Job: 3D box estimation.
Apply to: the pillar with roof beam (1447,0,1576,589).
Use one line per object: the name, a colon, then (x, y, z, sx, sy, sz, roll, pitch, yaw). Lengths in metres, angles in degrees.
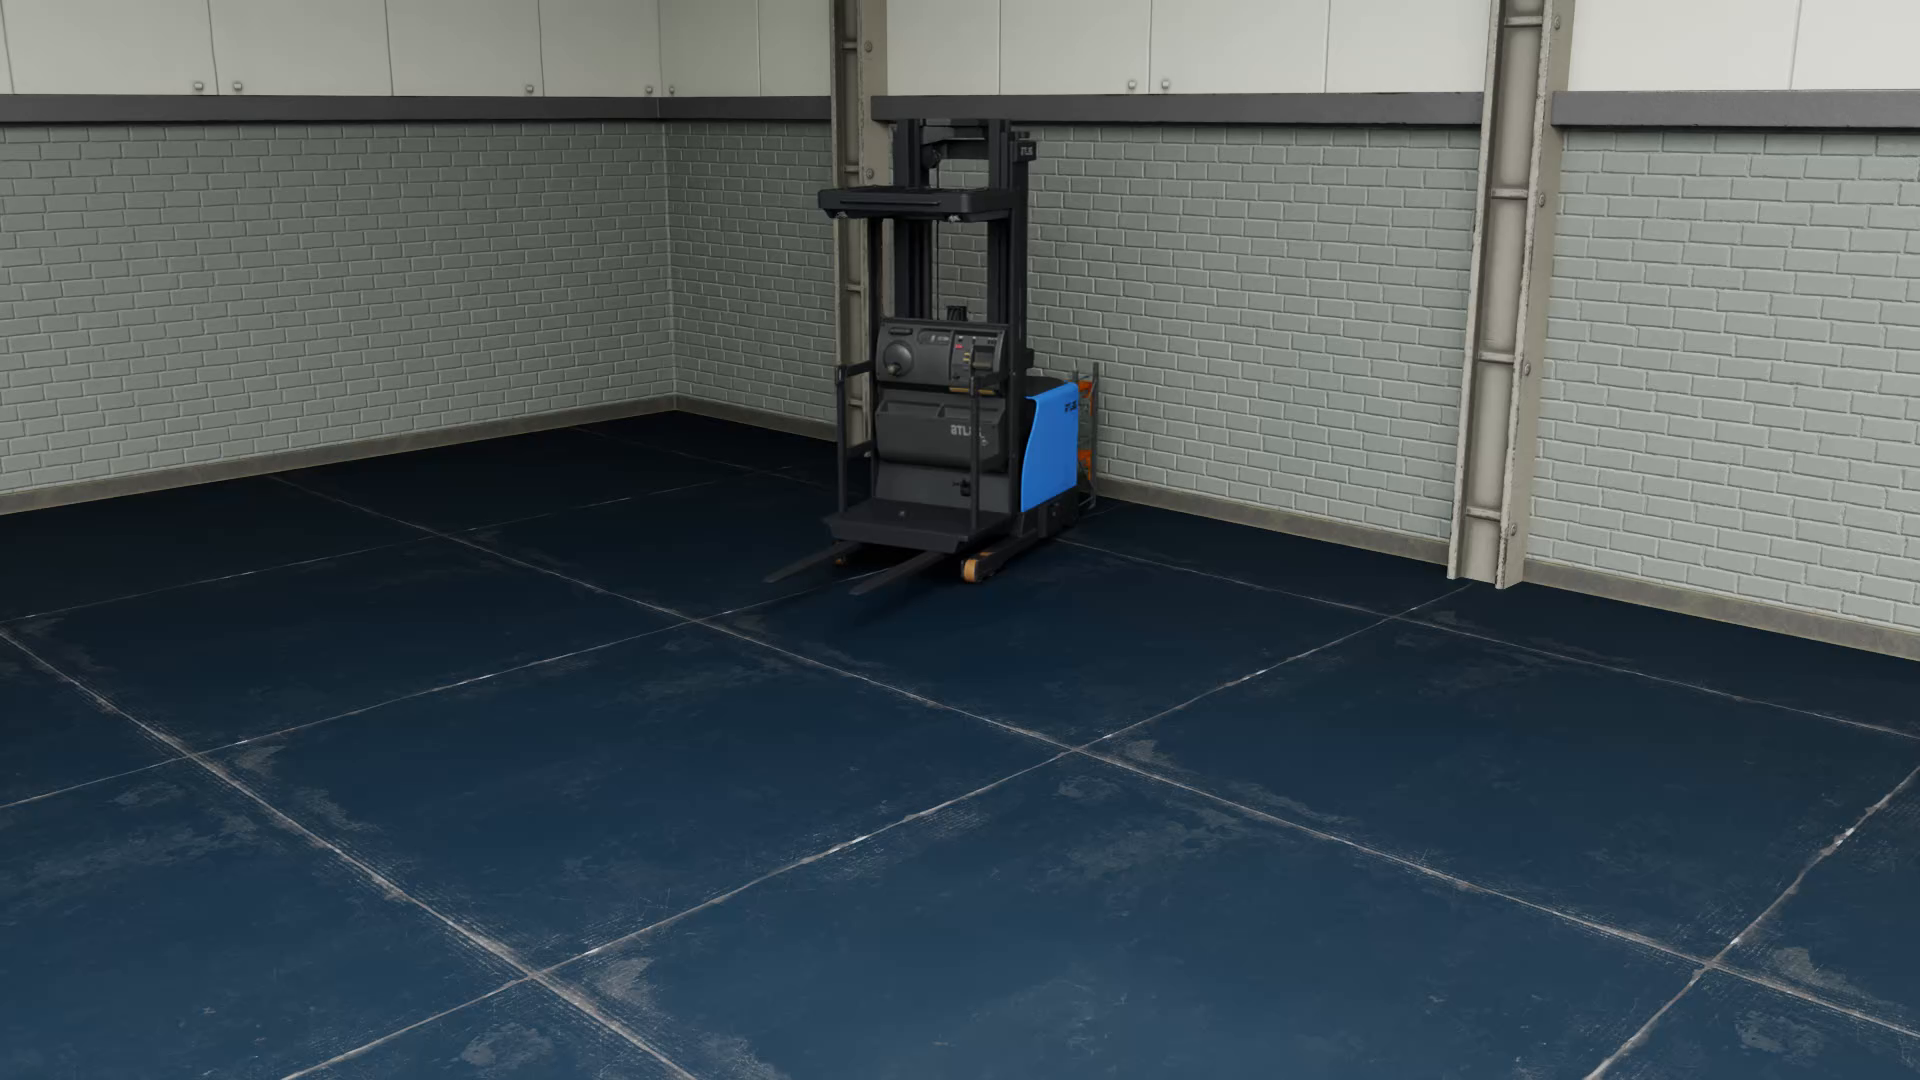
pillar with roof beam: (0.471, -3.318, 6.818, 0.400, 9.000, 9.100, 14, 20, 42)

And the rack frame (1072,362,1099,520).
rack frame: (0.942, -0.753, 12.591, 0.032, 1.125, 0.500, 6, 16, 23)

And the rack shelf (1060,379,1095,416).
rack shelf: (0.479, -1.089, 12.720, 1.000, 0.278, 0.538, 6, 16, 23)

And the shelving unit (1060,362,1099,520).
shelving unit: (0.479, -0.806, 12.794, 1.048, 1.125, 0.538, 6, 16, 23)

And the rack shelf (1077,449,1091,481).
rack shelf: (0.478, -0.569, 12.855, 1.000, 0.278, 0.538, 6, 16, 23)

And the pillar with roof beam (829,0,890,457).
pillar with roof beam: (-3.848, -4.368, 10.848, 0.400, 9.000, 9.100, 14, 20, 42)

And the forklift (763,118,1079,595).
forklift: (-0.228, -1.260, 10.956, 1.130, 2.935, 3.031, 7, 16, 26)
